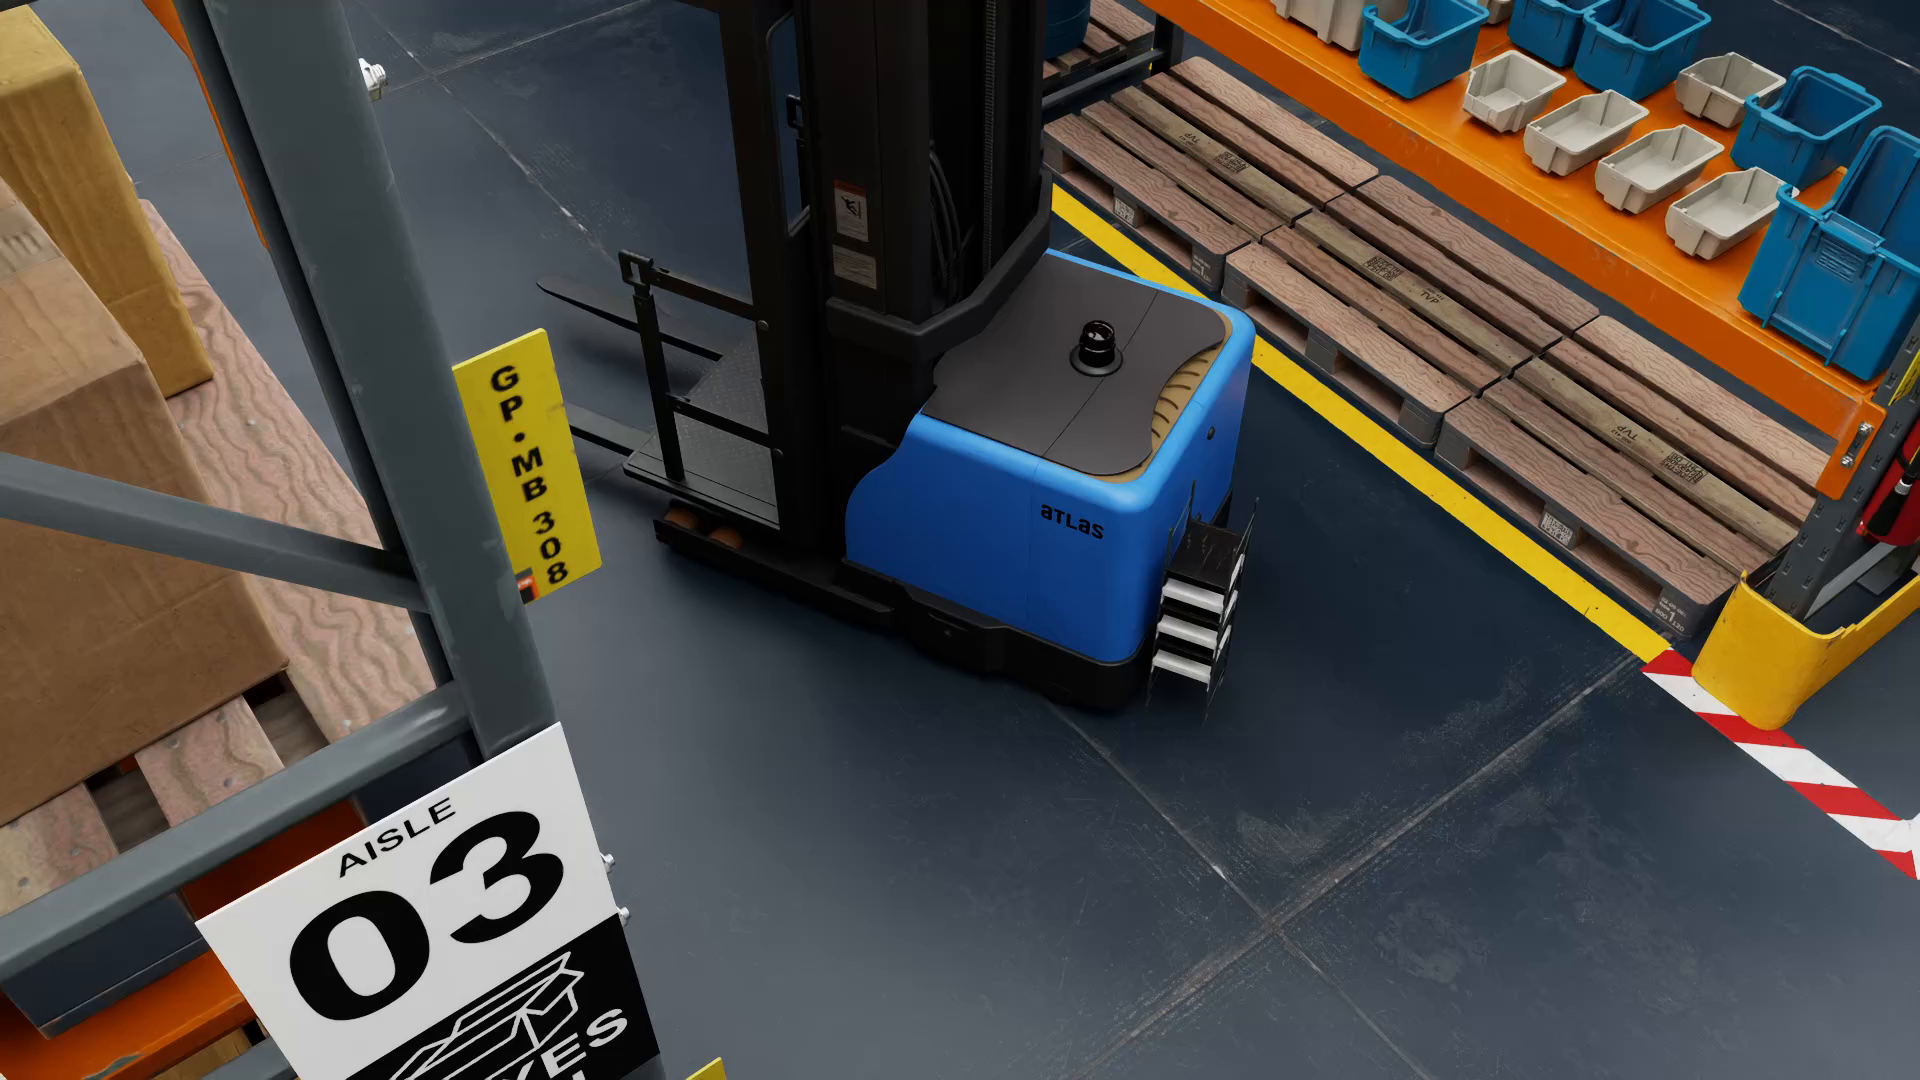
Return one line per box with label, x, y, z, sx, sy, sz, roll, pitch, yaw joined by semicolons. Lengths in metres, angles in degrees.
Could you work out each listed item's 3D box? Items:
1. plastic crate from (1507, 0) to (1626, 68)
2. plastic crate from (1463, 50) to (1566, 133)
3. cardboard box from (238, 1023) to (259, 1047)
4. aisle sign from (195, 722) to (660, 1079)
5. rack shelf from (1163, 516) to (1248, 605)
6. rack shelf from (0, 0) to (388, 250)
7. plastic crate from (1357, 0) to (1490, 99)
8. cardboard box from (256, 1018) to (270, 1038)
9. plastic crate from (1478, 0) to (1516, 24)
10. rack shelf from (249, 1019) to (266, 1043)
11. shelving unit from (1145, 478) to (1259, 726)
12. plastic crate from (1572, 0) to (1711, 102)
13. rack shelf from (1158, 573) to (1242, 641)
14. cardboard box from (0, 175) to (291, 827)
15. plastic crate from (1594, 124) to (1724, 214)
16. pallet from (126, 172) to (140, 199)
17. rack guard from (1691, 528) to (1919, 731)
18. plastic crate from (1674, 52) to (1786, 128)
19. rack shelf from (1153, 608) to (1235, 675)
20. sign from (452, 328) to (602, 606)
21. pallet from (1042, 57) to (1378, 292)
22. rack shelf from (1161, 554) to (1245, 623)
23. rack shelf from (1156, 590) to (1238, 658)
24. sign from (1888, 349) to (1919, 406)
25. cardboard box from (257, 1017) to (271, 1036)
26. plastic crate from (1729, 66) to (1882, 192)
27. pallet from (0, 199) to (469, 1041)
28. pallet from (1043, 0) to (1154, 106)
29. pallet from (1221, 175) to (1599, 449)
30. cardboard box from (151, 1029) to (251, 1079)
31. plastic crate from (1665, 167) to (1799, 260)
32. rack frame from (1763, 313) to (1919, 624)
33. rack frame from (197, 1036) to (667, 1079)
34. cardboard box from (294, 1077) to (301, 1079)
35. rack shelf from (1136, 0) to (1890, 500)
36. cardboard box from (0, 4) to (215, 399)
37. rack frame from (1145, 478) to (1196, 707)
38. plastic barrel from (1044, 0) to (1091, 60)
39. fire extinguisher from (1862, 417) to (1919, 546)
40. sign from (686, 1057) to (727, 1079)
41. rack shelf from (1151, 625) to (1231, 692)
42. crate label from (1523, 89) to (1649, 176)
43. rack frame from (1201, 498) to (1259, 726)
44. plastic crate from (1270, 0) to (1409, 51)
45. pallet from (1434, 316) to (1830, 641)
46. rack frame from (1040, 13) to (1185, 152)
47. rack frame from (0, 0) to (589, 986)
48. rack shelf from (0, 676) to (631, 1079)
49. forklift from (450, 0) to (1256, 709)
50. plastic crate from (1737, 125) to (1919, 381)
plastic crate;2.213;-1.920;6.039;0.416;0.233;0.300;-29;54;-24
plastic crate;1.895;-1.538;5.757;0.298;0.136;0.250;-29;54;-24
cardboard box;-1.674;0.996;3.223;0.500;0.250;0.500;-30;55;-25
aisle sign;-0.581;0.547;1.975;0.394;0.787;0.004;-29;54;-24
rack shelf;0.782;0.063;5.266;0.200;0.077;0.258;18;50;16
rack shelf;-2.074;-1.306;2.116;1.077;0.370;4.000;-29;54;-24
plastic crate;1.631;-1.770;5.902;0.416;0.233;0.300;-29;54;-24
cardboard box;-1.259;0.755;3.442;0.500;0.250;0.500;-30;54;-24
plastic crate;1.951;-2.108;6.274;0.293;0.136;0.466;-29;54;-24
rack shelf;-2.074;0.574;4.190;1.077;0.370;4.000;-29;54;-24
shelving unit;0.782;0.222;5.442;0.210;0.900;0.258;18;50;16
plastic crate;2.394;-1.743;5.878;0.416;0.233;0.300;-29;54;-24
rack shelf;0.782;0.184;5.400;0.200;0.077;0.258;18;50;16
cardboard box;-1.220;0.014;1.770;0.700;0.500;0.500;-33;56;-26
plastic crate;2.277;-1.218;5.467;0.396;0.136;0.243;-29;54;-24
pallet;-2.063;-0.618;2.821;1.003;0.211;1.213;-29;54;-24
rack guard;3.104;0.138;5.787;1.175;0.500;0.348;-29;54;-24
plastic crate;2.652;-1.561;5.778;0.250;0.136;0.298;-29;54;-24
rack shelf;0.782;0.304;5.533;0.200;0.077;0.258;18;50;16
sign;-0.418;-0.061;1.613;0.100;0.325;0.005;-29;54;-24
pallet;1.133;-1.716;7.663;1.003;0.211;1.213;-29;54;-24
rack shelf;0.782;0.123;5.333;0.200;0.077;0.258;18;50;16
rack shelf;0.782;0.244;5.466;0.200;0.077;0.258;18;50;16
sign;2.651;-0.508;4.576;0.100;0.325;0.005;-29;54;-24
cardboard box;-1.241;0.512;3.156;0.500;0.500;0.500;-31;55;-25
plastic crate;2.793;-1.355;5.526;0.416;0.233;0.300;-29;54;-24
pallet;-1.320;0.101;2.169;1.003;0.211;1.213;-29;54;-24
pallet;0.223;-2.605;8.470;1.003;0.211;1.213;-29;54;-24
pallet;1.876;-0.996;7.010;1.003;0.211;1.213;-29;54;-24
cardboard box;-1.367;1.041;2.676;0.500;0.500;0.500;-29;54;-24
plastic crate;2.441;-1.041;5.307;0.396;0.136;0.243;-29;54;-24
rack frame;3.079;-0.710;4.869;1.000;3.000;0.127;-29;54;-24
rack frame;-0.863;1.512;2.855;1.000;3.000;0.127;-29;54;-24
cardboard box;-0.939;1.058;3.166;0.500;0.250;0.500;-31;55;-25
rack shelf;1.868;-1.648;6.205;1.077;0.370;4.000;-29;54;-24
cardboard box;-1.465;-0.372;2.120;0.700;0.500;0.500;-31;55;-25
rack frame;0.690;0.191;5.470;0.006;0.900;0.240;18;50;16
plastic barrel;0.341;-2.833;7.927;0.600;0.901;0.708;-29;54;-24
fire extinguisher;2.809;-0.266;4.770;0.296;0.674;0.183;-29;54;-24
sign;-0.418;0.949;2.727;0.100;0.325;0.005;-29;54;-24
rack shelf;0.782;0.365;5.600;0.200;0.077;0.258;18;50;16
crate label;2.089;-1.372;5.606;0.396;0.136;0.243;-29;54;-24
rack frame;0.875;0.252;5.414;0.006;0.900;0.240;18;50;16
plastic crate;1.435;-2.066;6.138;0.437;0.282;0.530;-29;54;-24
pallet;2.611;-0.277;6.359;1.003;0.211;1.213;-29;54;-24
rack frame;0.657;-3.068;7.007;1.000;3.000;0.127;-29;54;-24
rack frame;-0.863;-0.503;0.632;1.000;3.000;0.127;-29;54;-24
rack shelf;-2.074;-0.433;3.079;1.077;0.370;4.000;-29;54;-24
forklift;-0.555;-1.201;5.361;3.031;2.935;1.130;21;51;18
plastic crate;2.728;-0.856;4.937;0.616;0.435;0.499;-29;54;-24
